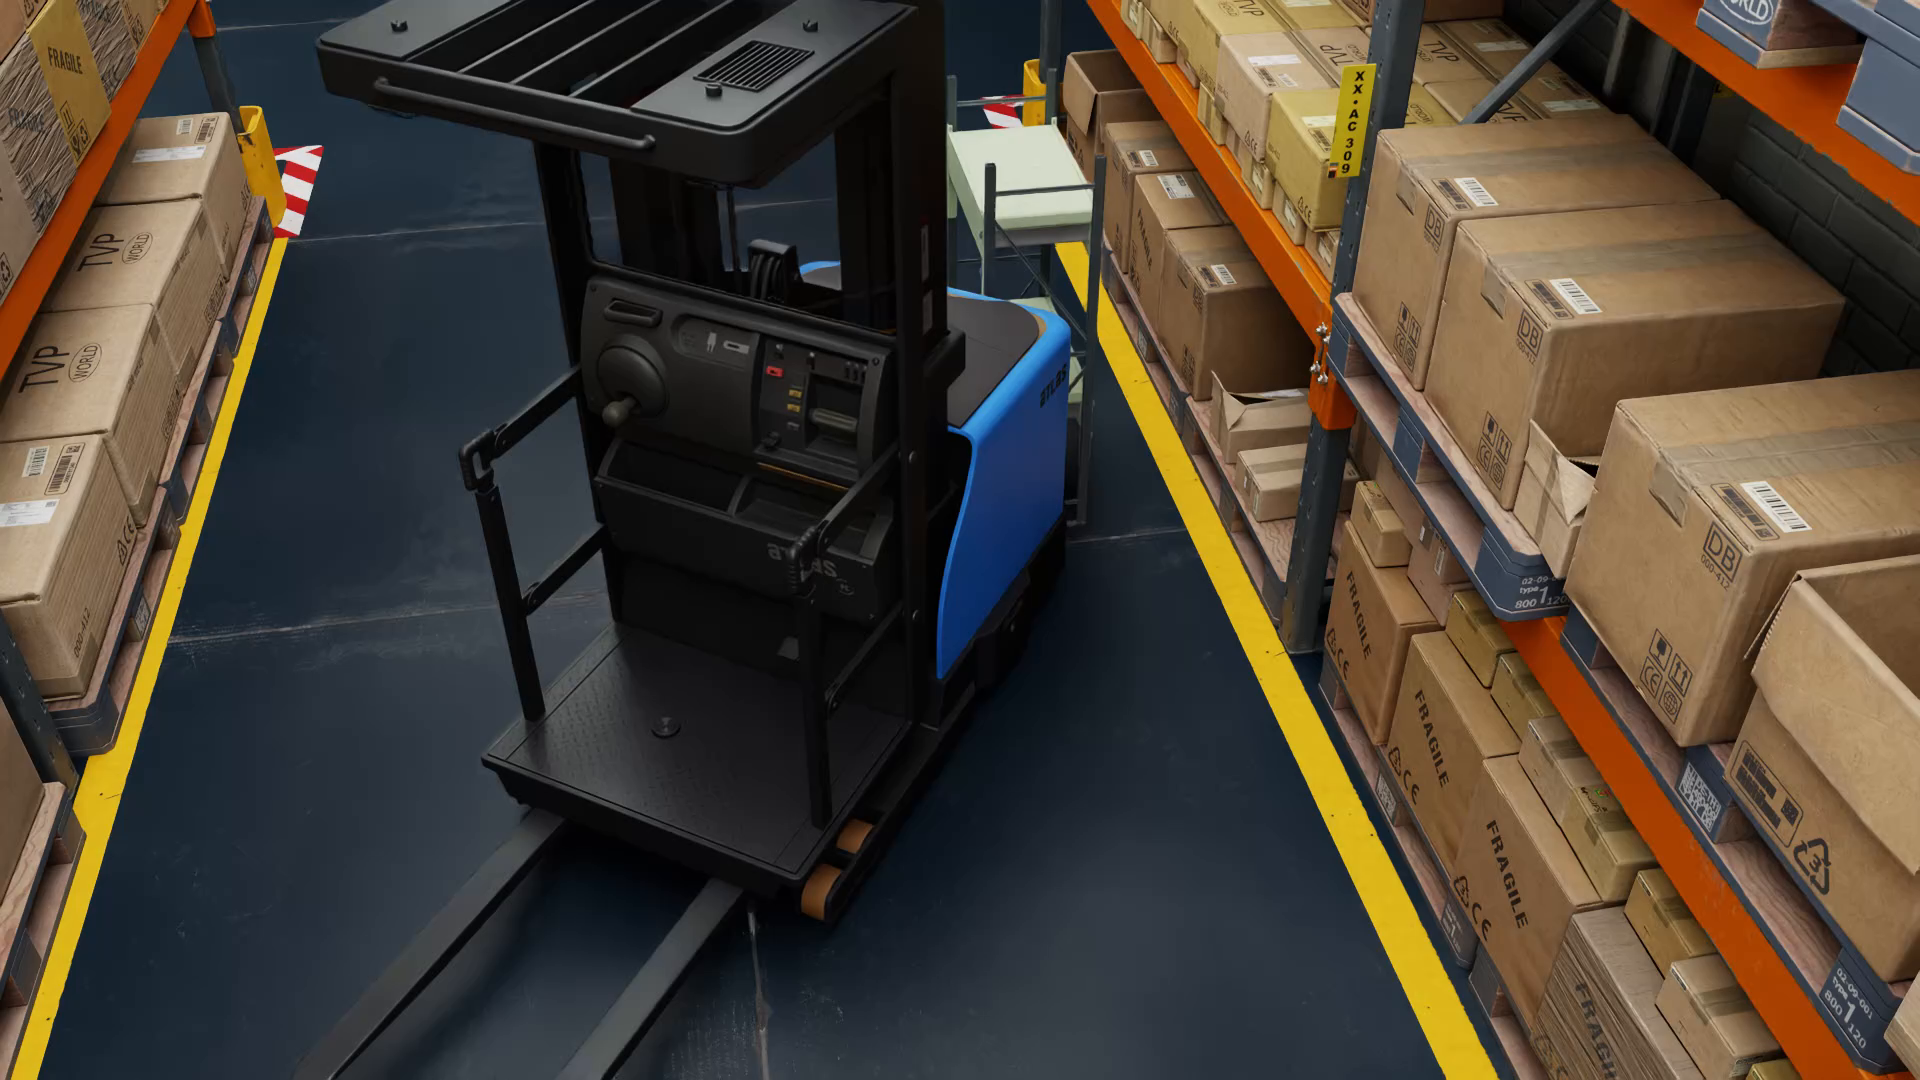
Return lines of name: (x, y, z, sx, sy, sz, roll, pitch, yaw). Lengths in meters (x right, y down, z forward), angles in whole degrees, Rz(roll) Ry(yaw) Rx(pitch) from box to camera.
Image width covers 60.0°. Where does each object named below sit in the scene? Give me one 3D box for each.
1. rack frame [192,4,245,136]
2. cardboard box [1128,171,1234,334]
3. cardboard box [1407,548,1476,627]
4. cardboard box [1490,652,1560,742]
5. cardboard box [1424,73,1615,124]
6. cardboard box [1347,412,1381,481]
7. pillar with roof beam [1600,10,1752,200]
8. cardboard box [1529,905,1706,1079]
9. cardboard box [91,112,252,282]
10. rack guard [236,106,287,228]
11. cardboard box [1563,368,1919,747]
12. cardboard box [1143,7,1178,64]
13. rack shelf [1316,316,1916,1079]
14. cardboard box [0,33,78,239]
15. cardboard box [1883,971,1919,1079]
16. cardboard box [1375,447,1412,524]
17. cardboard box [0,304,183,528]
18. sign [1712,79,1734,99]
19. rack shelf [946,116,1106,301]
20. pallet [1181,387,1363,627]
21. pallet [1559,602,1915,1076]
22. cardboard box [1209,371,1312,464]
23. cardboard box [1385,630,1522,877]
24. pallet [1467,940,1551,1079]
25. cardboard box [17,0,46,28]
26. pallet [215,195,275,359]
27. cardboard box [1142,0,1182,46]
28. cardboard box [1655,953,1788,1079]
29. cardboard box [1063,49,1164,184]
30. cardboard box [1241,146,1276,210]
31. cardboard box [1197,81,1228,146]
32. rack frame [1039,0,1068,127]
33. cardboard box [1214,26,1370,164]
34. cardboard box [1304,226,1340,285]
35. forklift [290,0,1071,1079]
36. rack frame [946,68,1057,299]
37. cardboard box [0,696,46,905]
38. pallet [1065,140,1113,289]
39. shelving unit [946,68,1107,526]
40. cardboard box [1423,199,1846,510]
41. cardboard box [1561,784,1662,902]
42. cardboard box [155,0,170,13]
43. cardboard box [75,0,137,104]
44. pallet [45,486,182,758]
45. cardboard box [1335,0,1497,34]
rack frame: (-3.973, -2.753, 7.348, 1.000, 3.000, 0.127, -6, 38, -8)
cardboard box: (1.033, -1.237, 7.093, 0.500, 0.500, 0.500, -6, 38, -7)
cardboard box: (1.540, 0.097, 4.847, 0.380, 0.149, 0.250, -7, 38, -9)
cardboard box: (1.658, 0.414, 4.438, 0.380, 0.149, 0.250, -7, 38, -9)
cardboard box: (1.794, -1.259, 5.306, 0.500, 0.250, 0.500, -7, 38, -8)
cardboard box: (1.731, -0.401, 6.171, 0.500, 0.311, 0.500, -5, 38, -6)
pillar with roof beam: (-1.858, -3.296, 3.158, 9.100, 9.000, 0.400, -6, 38, -8)
cardboard box: (1.749, 1.201, 3.954, 0.500, 0.500, 0.500, -8, 38, -10)
cardboard box: (-3.759, -1.519, 7.506, 0.875, 0.438, 0.875, -7, 38, -9)
rack guard: (-3.977, -1.780, 8.134, 1.175, 0.500, 0.348, -6, 38, -8)
cardboard box: (1.708, 0.025, 3.349, 0.700, 0.500, 0.500, -6, 38, -8)
cardboard box: (0.944, -2.021, 6.612, 0.380, 0.149, 0.250, -5, 38, -7)
rack shelf: (1.965, 0.619, 3.594, 1.077, 0.370, 4.000, -6, 38, -8)
cardboard box: (-3.261, -1.293, 5.388, 0.500, 0.500, 0.500, -6, 38, -8)
cardboard box: (1.812, 0.834, 2.511, 0.500, 0.250, 0.500, -8, 39, -10)
cardboard box: (1.475, -0.186, 4.969, 0.380, 0.149, 0.250, -7, 38, -9)
cardboard box: (-3.434, -0.422, 6.095, 0.875, 0.438, 0.875, -7, 38, -9)
sign: (2.160, -1.392, 4.653, 0.100, 0.325, 0.005, -6, 38, -8)
rack shelf: (0.215, -1.167, 5.894, 0.431, 0.370, 0.720, -6, 38, -8)
pallet: (1.495, -0.186, 6.318, 1.003, 0.211, 1.213, -6, 38, -8)
pallet: (1.970, 0.445, 3.389, 1.003, 0.211, 1.213, -6, 38, -8)
cardboard box: (1.165, -0.480, 6.308, 0.396, 0.266, 0.258, -5, 38, -6)
cardboard box: (1.581, 0.585, 4.747, 0.500, 0.500, 0.500, -7, 38, -9)
pallet: (2.012, 1.454, 4.206, 1.003, 0.211, 1.213, -6, 38, -8)
cardboard box: (-3.364, -2.006, 5.491, 0.500, 0.500, 0.500, -6, 38, -8)
pallet: (-3.756, -1.177, 7.593, 1.003, 0.211, 1.213, -6, 38, -8)
cardboard box: (1.019, -2.127, 6.423, 0.500, 0.250, 0.500, -7, 38, -9)
cardboard box: (1.775, 1.033, 3.641, 0.380, 0.149, 0.250, -8, 39, -10)
cardboard box: (0.927, -2.089, 8.187, 0.797, 0.503, 0.637, -8, 38, -10)
cardboard box: (1.174, -1.248, 5.617, 0.380, 0.149, 0.250, -5, 38, -7)
cardboard box: (1.082, -1.561, 6.019, 0.380, 0.149, 0.250, -7, 38, -9)
rack frame: (0.913, -3.289, 8.038, 1.000, 3.000, 0.127, -6, 38, -8)
cardboard box: (1.183, -1.513, 5.633, 0.500, 0.250, 0.500, -6, 38, -8)
cardboard box: (1.310, -0.939, 5.219, 0.380, 0.149, 0.250, -6, 38, -7)
forklift: (-0.715, -0.362, 4.327, 1.130, 2.935, 3.031, 16, 41, 20)
rack frame: (0.150, -1.080, 6.418, 0.400, 1.500, 0.023, -6, 38, -8)
cardboard box: (-3.084, 0.702, 4.290, 0.875, 0.875, 0.875, -5, 38, -7)
pallet: (1.067, -1.660, 8.215, 1.003, 0.211, 1.213, -6, 38, -8)
shelving unit: (0.215, -0.859, 6.133, 0.431, 1.500, 0.755, -6, 38, -8)
cardboard box: (1.570, -0.449, 3.959, 0.700, 0.500, 0.500, -6, 38, -7)
cardboard box: (1.706, 0.720, 4.045, 0.380, 0.149, 0.250, -5, 38, -6)
cardboard box: (-3.628, -2.529, 6.979, 0.500, 0.500, 0.500, -6, 38, -8)
cardboard box: (-3.455, -1.915, 6.188, 0.500, 0.500, 0.500, -5, 38, -7)
pallet: (-3.328, 0.297, 5.696, 1.003, 0.211, 1.213, -6, 38, -8)
cardboard box: (1.610, -1.873, 6.096, 0.500, 0.250, 0.500, -5, 38, -7)
